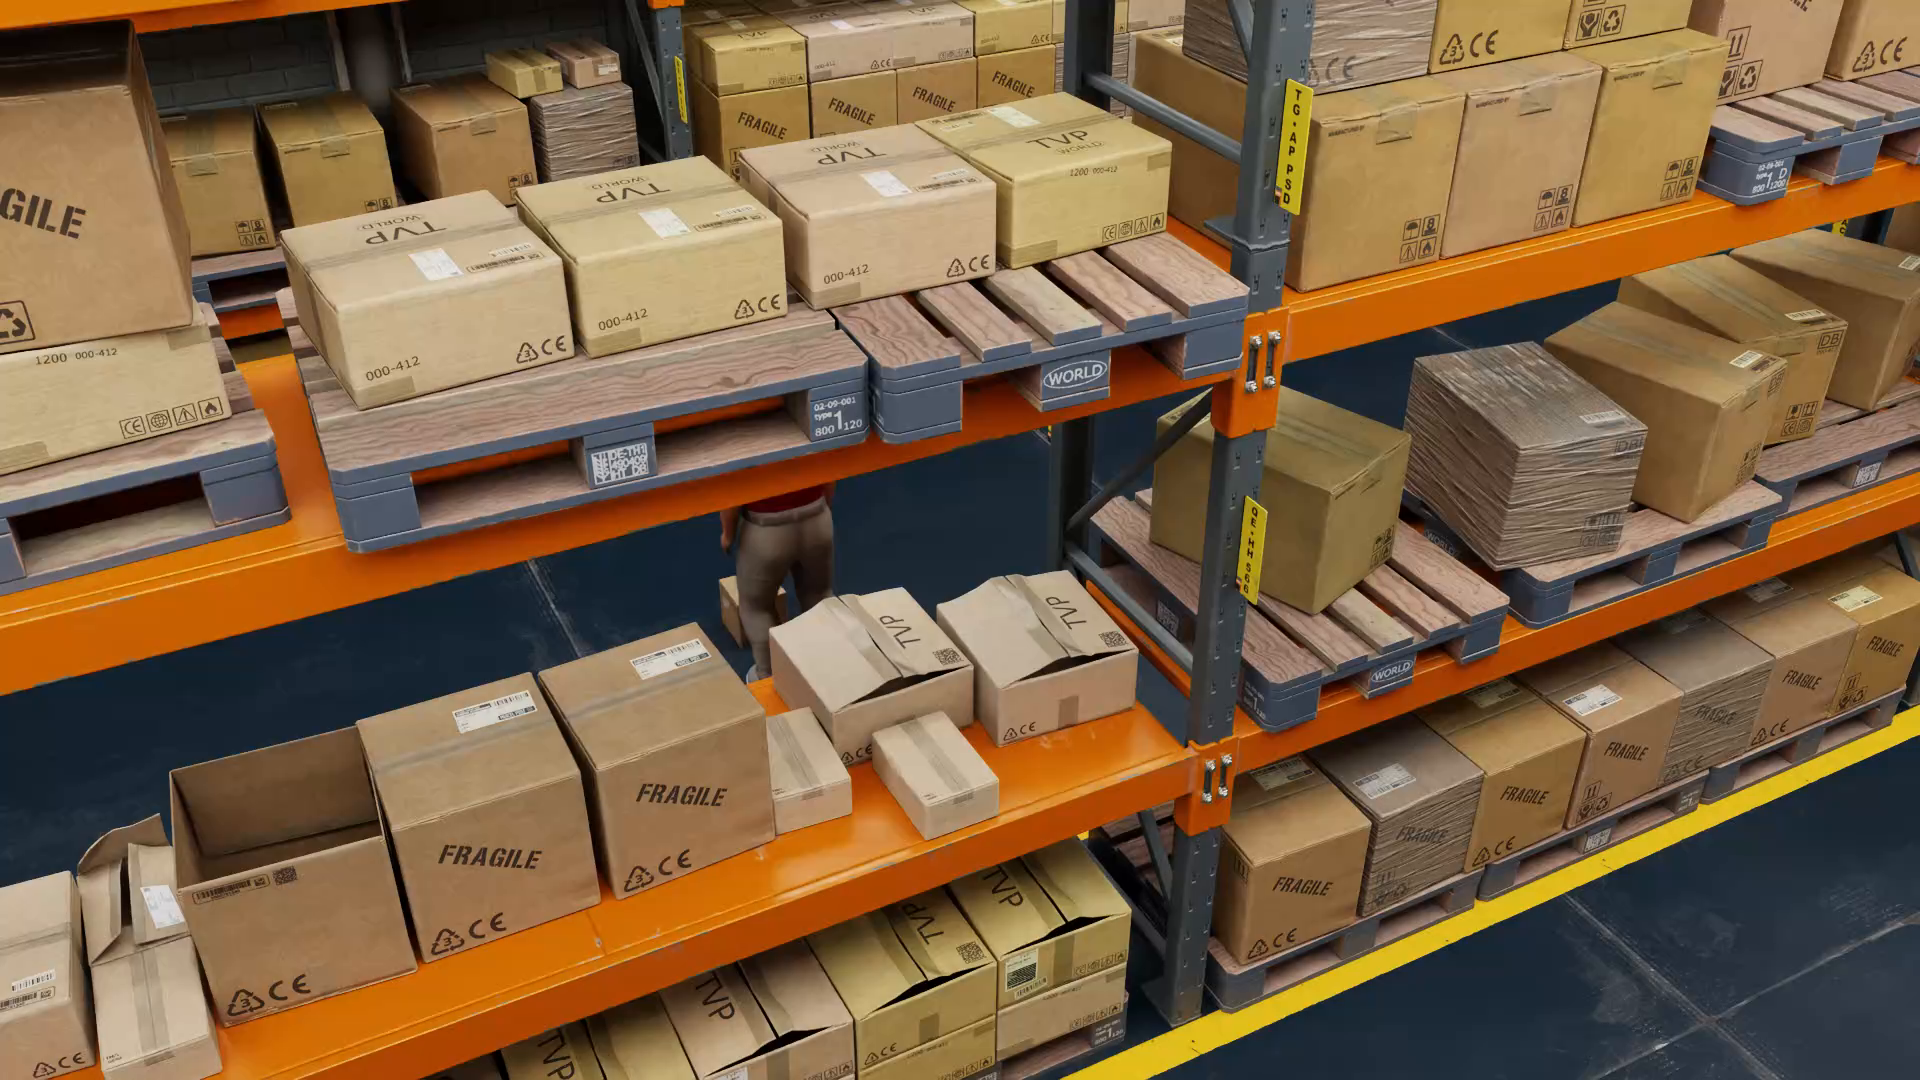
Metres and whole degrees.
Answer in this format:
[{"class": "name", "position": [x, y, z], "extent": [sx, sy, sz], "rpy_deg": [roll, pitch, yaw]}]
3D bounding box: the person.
[{"class": "person", "position": [-0.785, -0.033, 7.231], "extent": [0.538, 1.713, 0.367], "rpy_deg": [-15, 36, -22]}]
